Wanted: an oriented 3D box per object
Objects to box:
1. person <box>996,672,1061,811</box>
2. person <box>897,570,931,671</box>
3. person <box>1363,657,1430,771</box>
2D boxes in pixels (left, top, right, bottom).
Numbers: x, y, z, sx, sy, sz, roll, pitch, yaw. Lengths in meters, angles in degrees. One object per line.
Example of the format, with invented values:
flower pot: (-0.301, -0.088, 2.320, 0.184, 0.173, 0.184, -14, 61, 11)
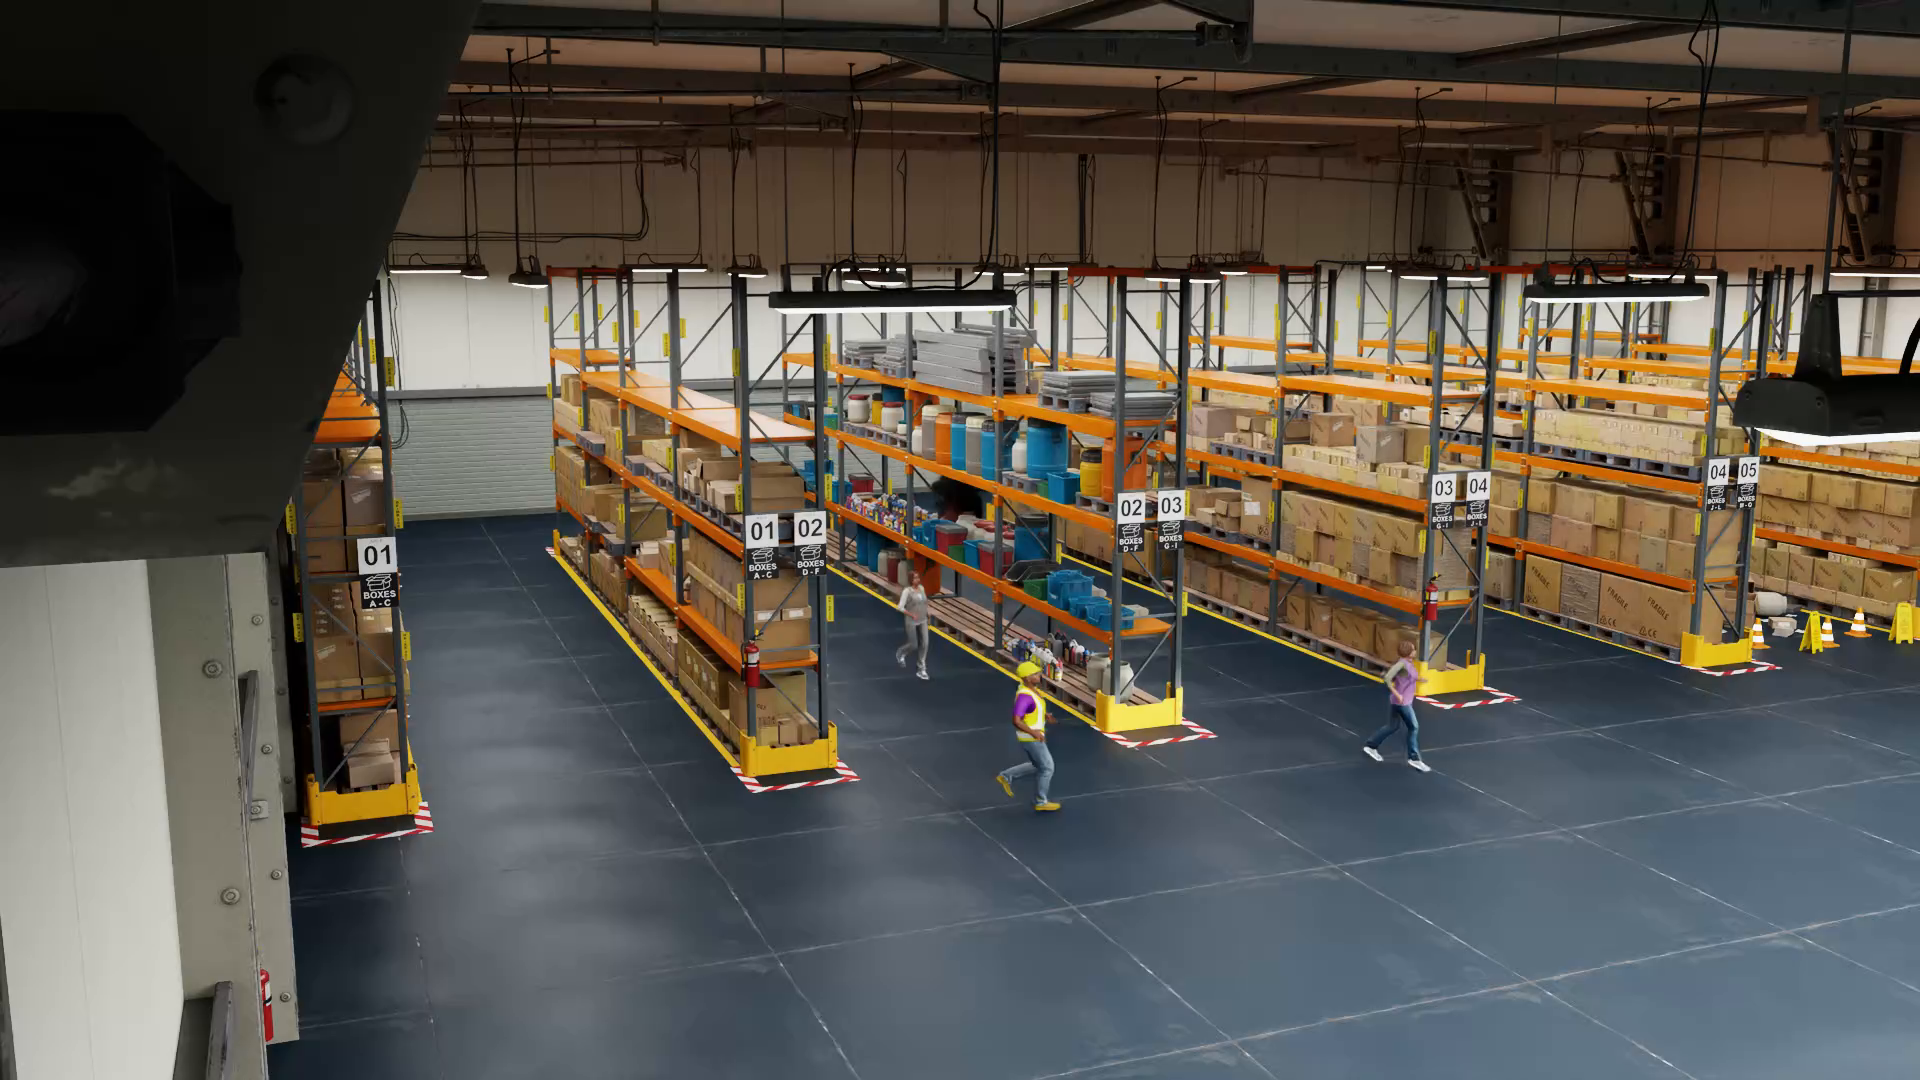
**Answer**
person: (0.776, 2.249, 18.905, 0.753, 1.687, 0.707, 1, 10, 6)
person: (-0.675, 1.181, 24.503, 0.539, 1.490, 0.658, -7, 12, -35)
person: (5.401, 2.126, 20.479, 0.810, 1.405, 0.345, 3, 10, 14)
